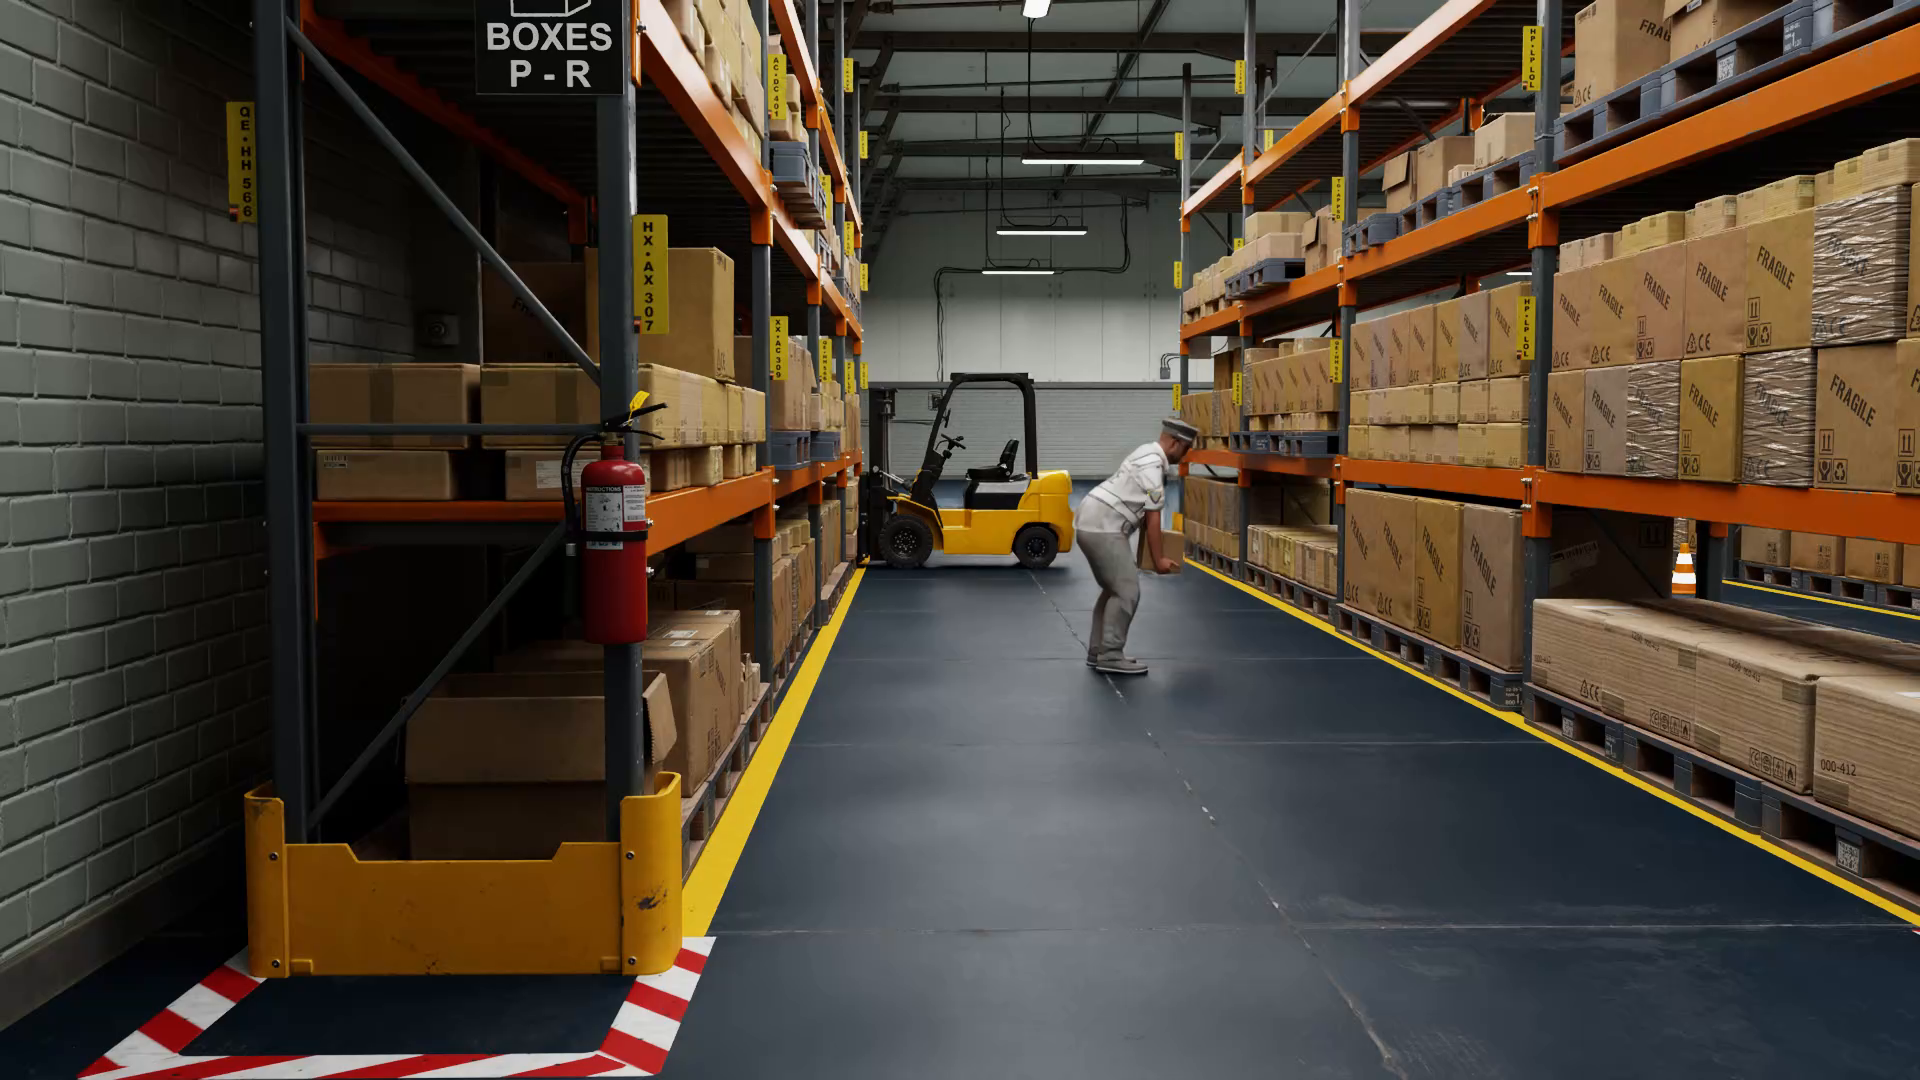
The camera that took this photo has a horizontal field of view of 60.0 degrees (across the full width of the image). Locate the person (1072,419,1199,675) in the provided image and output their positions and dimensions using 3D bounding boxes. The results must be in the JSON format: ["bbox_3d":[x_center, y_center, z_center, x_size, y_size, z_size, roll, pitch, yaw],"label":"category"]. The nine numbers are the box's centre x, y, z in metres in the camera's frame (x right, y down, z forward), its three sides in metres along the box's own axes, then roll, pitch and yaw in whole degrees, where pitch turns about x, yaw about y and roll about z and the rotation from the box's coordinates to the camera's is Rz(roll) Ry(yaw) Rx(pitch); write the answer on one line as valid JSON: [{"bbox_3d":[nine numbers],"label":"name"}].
[{"bbox_3d":[1.104,0.034,10.458,0.793,1.591,0.467,0,4,-3],"label":"person"}]
